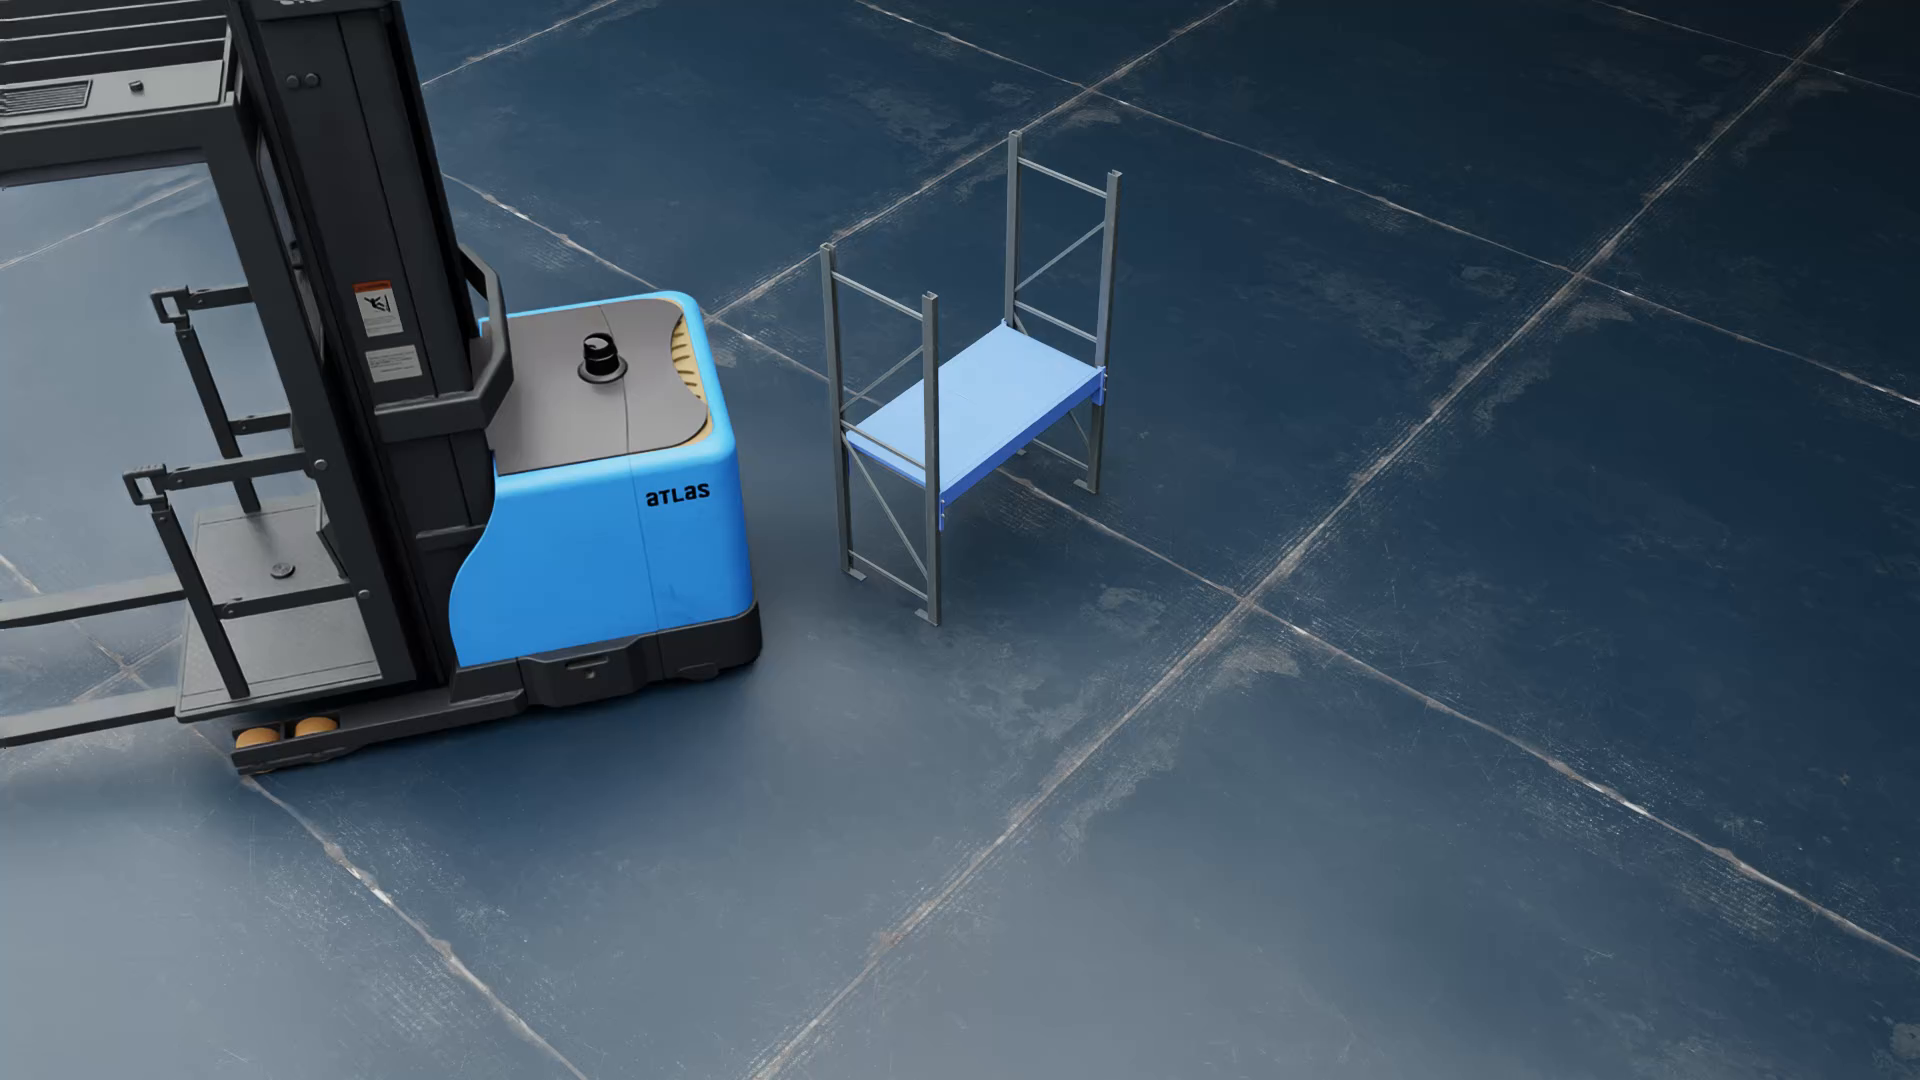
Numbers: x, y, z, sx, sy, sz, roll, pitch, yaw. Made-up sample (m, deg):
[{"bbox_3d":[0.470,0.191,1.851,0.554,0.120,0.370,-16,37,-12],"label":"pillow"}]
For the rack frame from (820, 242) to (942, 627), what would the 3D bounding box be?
[{"bbox_3d":[-0.272,-0.337,6.006,0.500,1.500,0.032,29,50,28],"label":"rack frame"}]

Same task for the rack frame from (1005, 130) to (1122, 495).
[{"bbox_3d":[0.382,-0.861,6.582,0.500,1.500,0.032,29,50,28],"label":"rack frame"}]

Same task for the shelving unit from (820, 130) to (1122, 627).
[{"bbox_3d":[0.055,-0.599,6.294,0.538,1.500,1.048,29,50,28],"label":"shelving unit"}]

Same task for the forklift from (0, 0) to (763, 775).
[{"bbox_3d":[-2.313,-0.661,5.298,3.031,2.935,1.130,-10,43,-11],"label":"forklift"}]

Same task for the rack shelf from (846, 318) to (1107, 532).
[{"bbox_3d":[0.055,-0.466,6.415,0.538,0.185,1.000,29,50,28],"label":"rack shelf"}]
